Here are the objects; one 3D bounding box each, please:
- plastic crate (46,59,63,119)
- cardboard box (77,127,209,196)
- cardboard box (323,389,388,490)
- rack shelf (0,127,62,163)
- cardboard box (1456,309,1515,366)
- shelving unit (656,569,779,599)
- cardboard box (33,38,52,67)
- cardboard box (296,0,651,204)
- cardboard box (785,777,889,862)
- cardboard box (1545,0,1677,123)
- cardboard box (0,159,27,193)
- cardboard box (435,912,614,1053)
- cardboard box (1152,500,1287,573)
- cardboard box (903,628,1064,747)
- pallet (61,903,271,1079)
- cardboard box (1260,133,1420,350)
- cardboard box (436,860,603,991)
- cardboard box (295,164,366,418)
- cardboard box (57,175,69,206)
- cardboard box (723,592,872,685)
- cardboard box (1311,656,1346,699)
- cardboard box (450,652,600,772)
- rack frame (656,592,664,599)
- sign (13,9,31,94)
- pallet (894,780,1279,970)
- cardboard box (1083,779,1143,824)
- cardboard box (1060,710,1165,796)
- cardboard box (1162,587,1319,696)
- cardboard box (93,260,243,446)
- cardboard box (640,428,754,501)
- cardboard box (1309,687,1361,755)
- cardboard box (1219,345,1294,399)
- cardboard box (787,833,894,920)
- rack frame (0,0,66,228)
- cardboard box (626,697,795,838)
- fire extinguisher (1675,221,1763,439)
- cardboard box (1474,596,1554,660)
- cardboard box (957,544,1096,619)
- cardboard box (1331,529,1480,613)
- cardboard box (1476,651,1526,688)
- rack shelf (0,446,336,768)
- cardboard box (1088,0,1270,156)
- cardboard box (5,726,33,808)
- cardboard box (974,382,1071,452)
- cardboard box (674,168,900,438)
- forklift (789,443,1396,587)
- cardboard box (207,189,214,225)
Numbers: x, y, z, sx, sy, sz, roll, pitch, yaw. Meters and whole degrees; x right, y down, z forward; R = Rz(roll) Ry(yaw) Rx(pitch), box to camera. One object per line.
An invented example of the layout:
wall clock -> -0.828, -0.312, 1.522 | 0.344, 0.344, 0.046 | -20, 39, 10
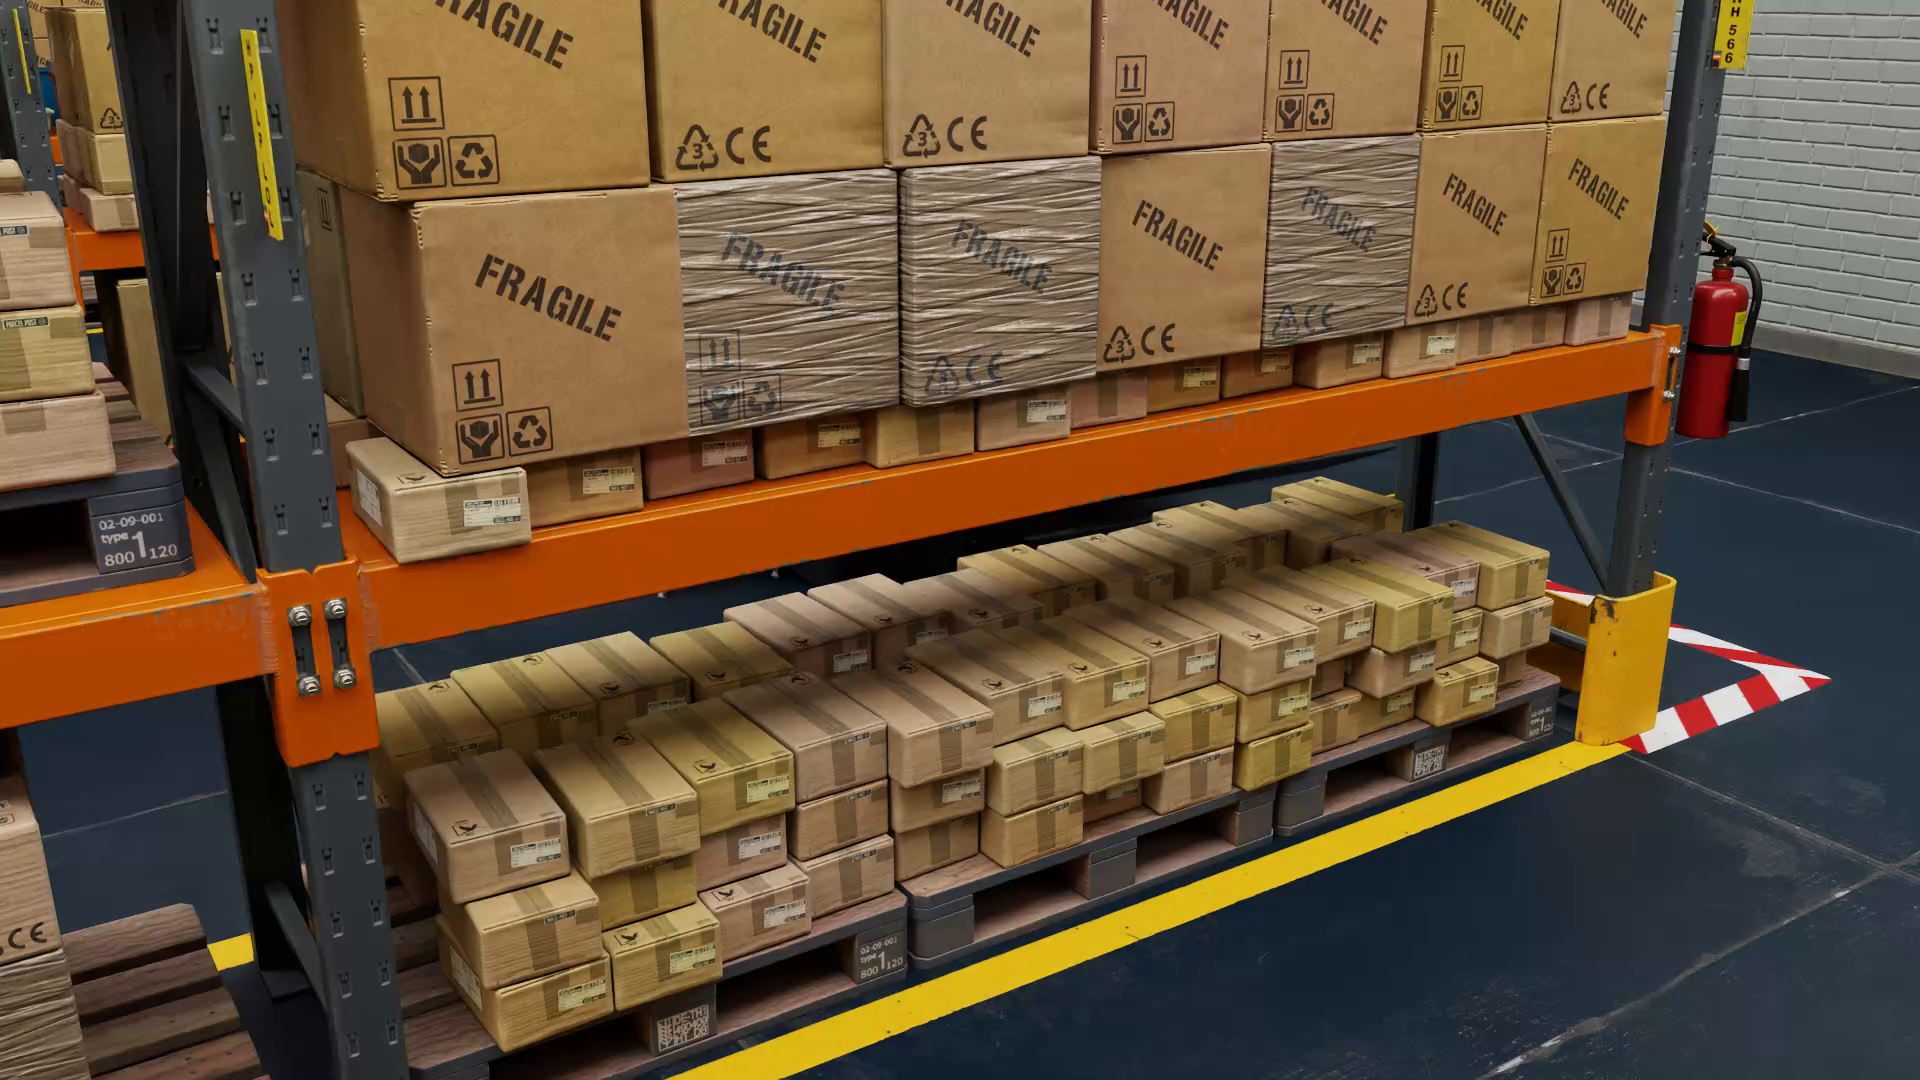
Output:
plastic crate -> -5.917, -3.069, 11.446 | 0.583, 0.464, 0.402 | -12, 22, -31
cardboard box -> -3.541, -1.678, 7.294 | 0.500, 0.250, 0.500 | -12, 22, -32
cardboard box -> -1.324, -0.245, 3.677 | 0.250, 0.149, 0.380 | -12, 22, -32
rack shelf -> -5.131, -2.932, 12.356 | 4.000, 0.370, 1.077 | -12, 22, -31
cardboard box -> 1.361, -0.621, 4.791 | 0.250, 0.149, 0.380 | -12, 22, -32
shelving unit -> -1.018, -0.409, 6.581 | 0.503, 1.200, 0.258 | -10, 21, -26
cardboard box -> -8.521, -4.401, 15.423 | 0.500, 0.500, 0.500 | -11, 22, -30
cardboard box -> -0.923, -0.927, 3.122 | 0.500, 0.500, 0.500 | -11, 22, -30
cardboard box -> -0.382, 0.614, 4.077 | 0.250, 0.149, 0.380 | -13, 23, -34
cardboard box -> 1.662, -1.470, 4.728 | 0.500, 0.500, 0.500 | -12, 22, -32
cardboard box -> -2.016, -0.666, 3.339 | 0.250, 0.149, 0.380 | -11, 21, -29
cardboard box -> -0.953, 0.923, 3.628 | 0.250, 0.149, 0.380 | -13, 23, -34
cardboard box -> 0.838, 0.007, 5.408 | 0.250, 0.149, 0.380 | -12, 22, -32
cardboard box -> 0.060, 0.378, 4.309 | 0.250, 0.149, 0.380 | -13, 23, -34
pallet -> -2.083, 1.208, 3.343 | 1.213, 0.211, 1.003 | -12, 22, -31
cardboard box -> 0.822, -0.814, 4.350 | 0.500, 0.500, 0.500 | -12, 22, -31
cardboard box -> -0.955, 0.782, 3.580 | 0.250, 0.149, 0.380 | -11, 21, -29
cardboard box -> -1.185, -0.600, 3.715 | 0.500, 0.500, 0.500 | -12, 22, -31
cardboard box -> -8.576, -3.489, 16.392 | 0.500, 0.311, 0.500 | -12, 22, -31
cardboard box -> -0.449, 0.288, 4.576 | 0.250, 0.149, 0.380 | -13, 23, -34
cardboard box -> 0.909, 0.336, 4.897 | 0.250, 0.149, 0.380 | -12, 22, -32
cardboard box -> -1.088, 0.431, 4.153 | 0.250, 0.149, 0.380 | -12, 22, -31
rack frame -> -1.233, -0.372, 6.472 | 0.015, 1.200, 0.240 | -10, 21, -26
sign -> -3.770, -1.963, 6.683 | 0.005, 0.325, 0.100 | -12, 22, -31
pallet -> 0.128, 0.726, 4.767 | 1.213, 0.211, 1.003 | -12, 22, -31
cardboard box -> 0.286, 0.616, 4.533 | 0.250, 0.149, 0.380 | -11, 22, -30
cardboard box -> 0.326, 0.507, 4.392 | 0.250, 0.149, 0.380 | -12, 22, -31
cardboard box -> 0.772, 0.275, 4.615 | 0.250, 0.149, 0.380 | -11, 22, -29
cardboard box -> -3.482, -0.883, 7.834 | 0.875, 0.875, 0.875 | -12, 22, -31
cardboard box -> -0.648, -0.221, 3.606 | 0.250, 0.149, 0.380 | -13, 23, -34
cardboard box -> 0.956, 0.488, 4.915 | 0.250, 0.149, 0.380 | -12, 22, -31
cardboard box -> 0.666, -0.500, 4.432 | 0.250, 0.149, 0.380 | -13, 23, -34
cardboard box -> -0.367, 0.760, 4.109 | 0.250, 0.149, 0.380 | -12, 22, -33
rack frame -> -4.077, -1.595, 7.280 | 0.127, 3.000, 1.000 | -12, 22, -31
cardboard box -> -0.585, 0.523, 3.880 | 0.250, 0.149, 0.380 | -12, 22, -32
fire extinguisher -> 2.371, -0.663, 5.225 | 0.183, 0.674, 0.296 | -12, 22, -31
cardboard box -> 1.623, 0.225, 5.228 | 0.250, 0.149, 0.380 | -13, 22, -33
cardboard box -> 0.194, 0.153, 4.976 | 0.250, 0.149, 0.380 | -12, 22, -31
cardboard box -> 1.363, 0.104, 5.119 | 0.250, 0.149, 0.380 | -11, 22, -30
cardboard box -> 1.582, 0.345, 5.337 | 0.250, 0.149, 0.380 | -11, 22, -30
rack shelf -> -3.104, 0.442, 2.376 | 4.000, 0.370, 1.077 | -12, 22, -31
cardboard box -> 0.369, -1.193, 3.908 | 0.500, 0.500, 0.500 | -13, 23, -33
cardboard box -> -2.196, 0.439, 3.340 | 0.500, 0.250, 0.500 | -13, 23, -34
cardboard box -> 0.056, -0.339, 3.957 | 0.250, 0.149, 0.380 | -11, 21, -29
cardboard box -> -0.472, -0.548, 3.562 | 0.500, 0.500, 0.500 | -12, 22, -31
forklift -> 0.571, -1.486, 7.064 | 3.031, 2.935, 1.130 | -10, 21, -26
cardboard box -> -3.428, -1.486, 7.348 | 0.250, 0.149, 0.380 | -13, 22, -33
